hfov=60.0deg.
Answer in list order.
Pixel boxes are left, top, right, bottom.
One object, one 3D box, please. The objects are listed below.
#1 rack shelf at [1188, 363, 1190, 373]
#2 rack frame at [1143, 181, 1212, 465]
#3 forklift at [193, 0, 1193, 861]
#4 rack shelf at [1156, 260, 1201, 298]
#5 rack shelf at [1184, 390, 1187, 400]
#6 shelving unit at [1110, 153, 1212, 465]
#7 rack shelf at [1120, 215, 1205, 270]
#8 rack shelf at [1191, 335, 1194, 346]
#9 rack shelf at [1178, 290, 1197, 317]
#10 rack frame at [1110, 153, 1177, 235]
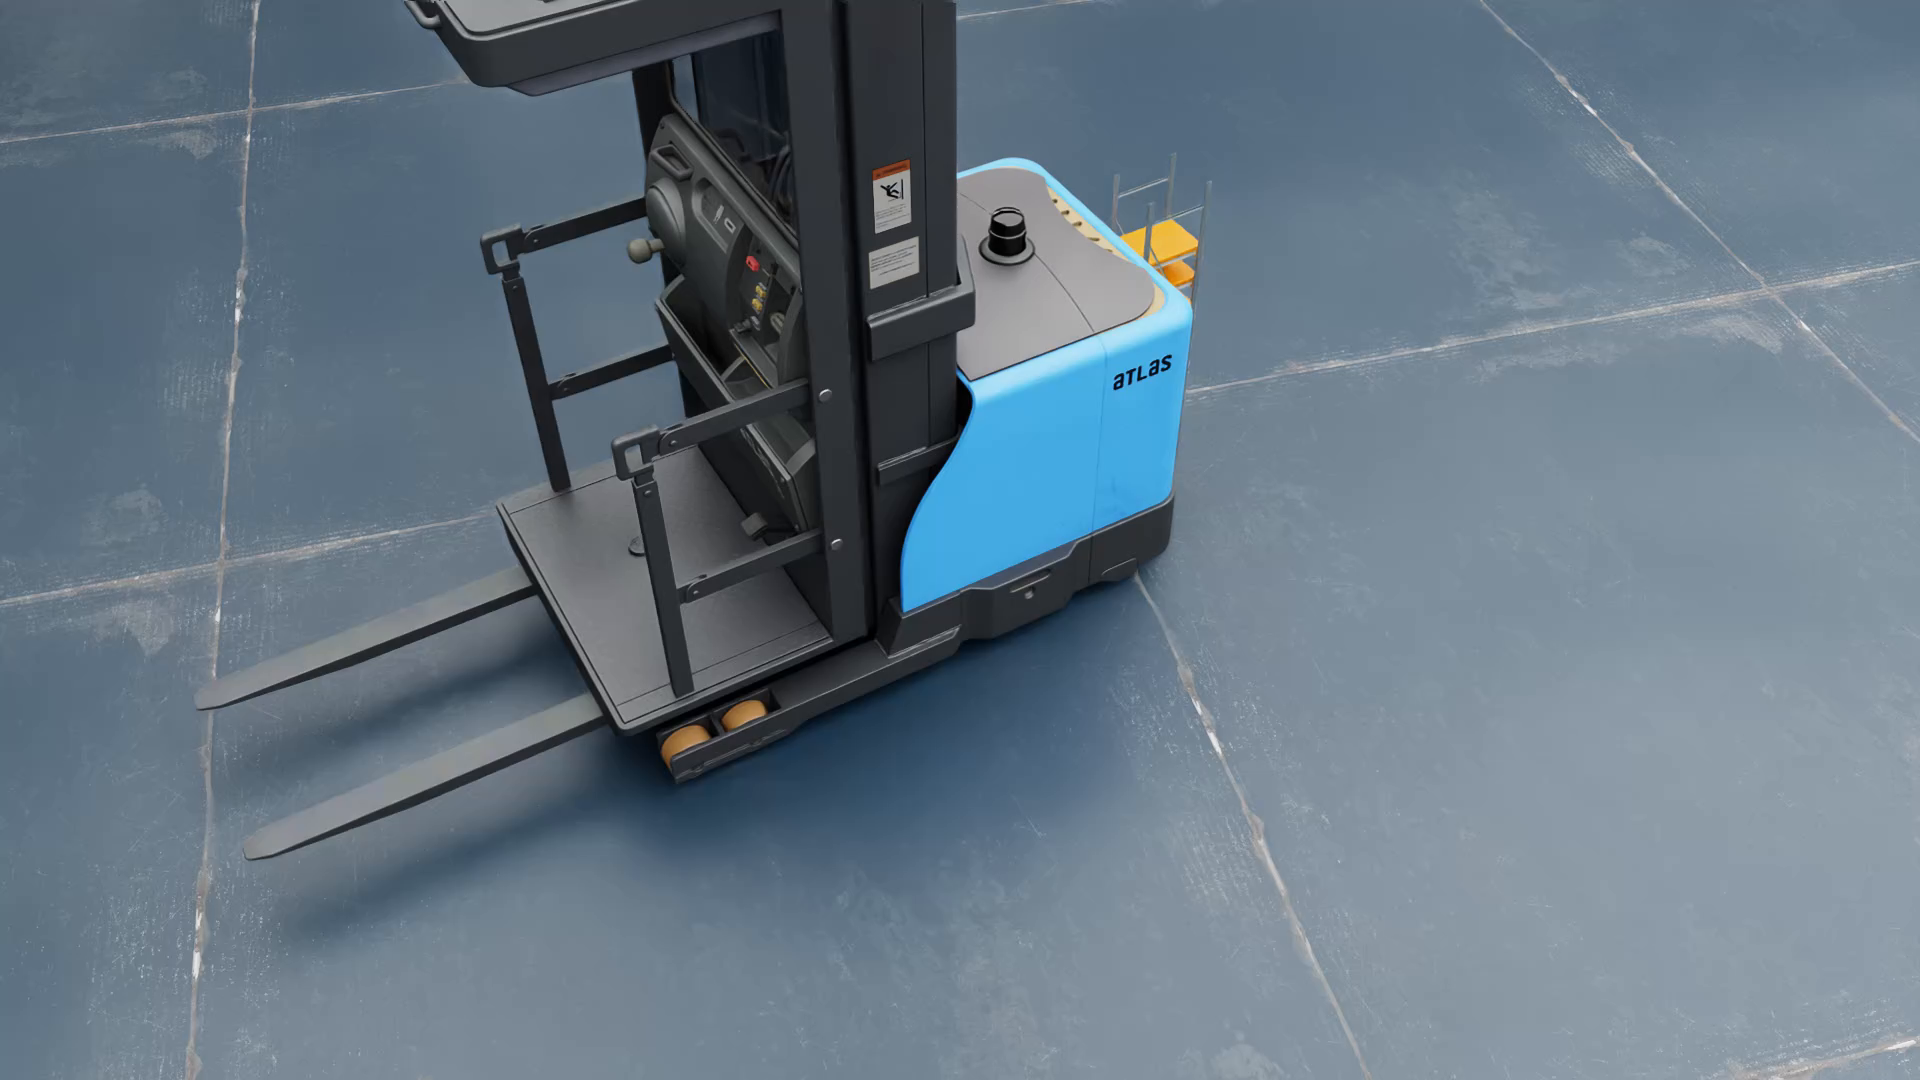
[{"bbox_3d":[0.631,-0.590,5.718,0.258,0.103,0.180,-24,50,-21],"label":"rack shelf"},{"bbox_3d":[0.678,-0.649,5.546,0.240,1.200,0.006,-24,50,-21],"label":"rack frame"},{"bbox_3d":[-0.822,-0.738,4.421,3.031,2.935,1.130,-23,50,-21],"label":"forklift"},{"bbox_3d":[0.631,-0.842,5.461,0.258,0.103,0.180,-24,50,-21],"label":"rack shelf"},{"bbox_3d":[0.631,-0.506,5.804,0.258,0.103,0.180,-24,50,-21],"label":"rack shelf"},{"bbox_3d":[0.631,-0.705,5.601,0.258,1.200,0.189,-24,50,-21],"label":"shelving unit"},{"bbox_3d":[0.631,-0.926,5.375,0.258,0.103,0.180,-24,50,-21],"label":"rack shelf"},{"bbox_3d":[0.631,-0.674,5.632,0.258,0.103,0.180,-24,50,-21],"label":"rack shelf"},{"bbox_3d":[0.631,-0.758,5.547,0.258,0.103,0.180,-24,50,-21],"label":"rack shelf"},{"bbox_3d":[0.583,-0.761,5.655,0.240,1.200,0.006,-24,50,-21],"label":"rack frame"}]
